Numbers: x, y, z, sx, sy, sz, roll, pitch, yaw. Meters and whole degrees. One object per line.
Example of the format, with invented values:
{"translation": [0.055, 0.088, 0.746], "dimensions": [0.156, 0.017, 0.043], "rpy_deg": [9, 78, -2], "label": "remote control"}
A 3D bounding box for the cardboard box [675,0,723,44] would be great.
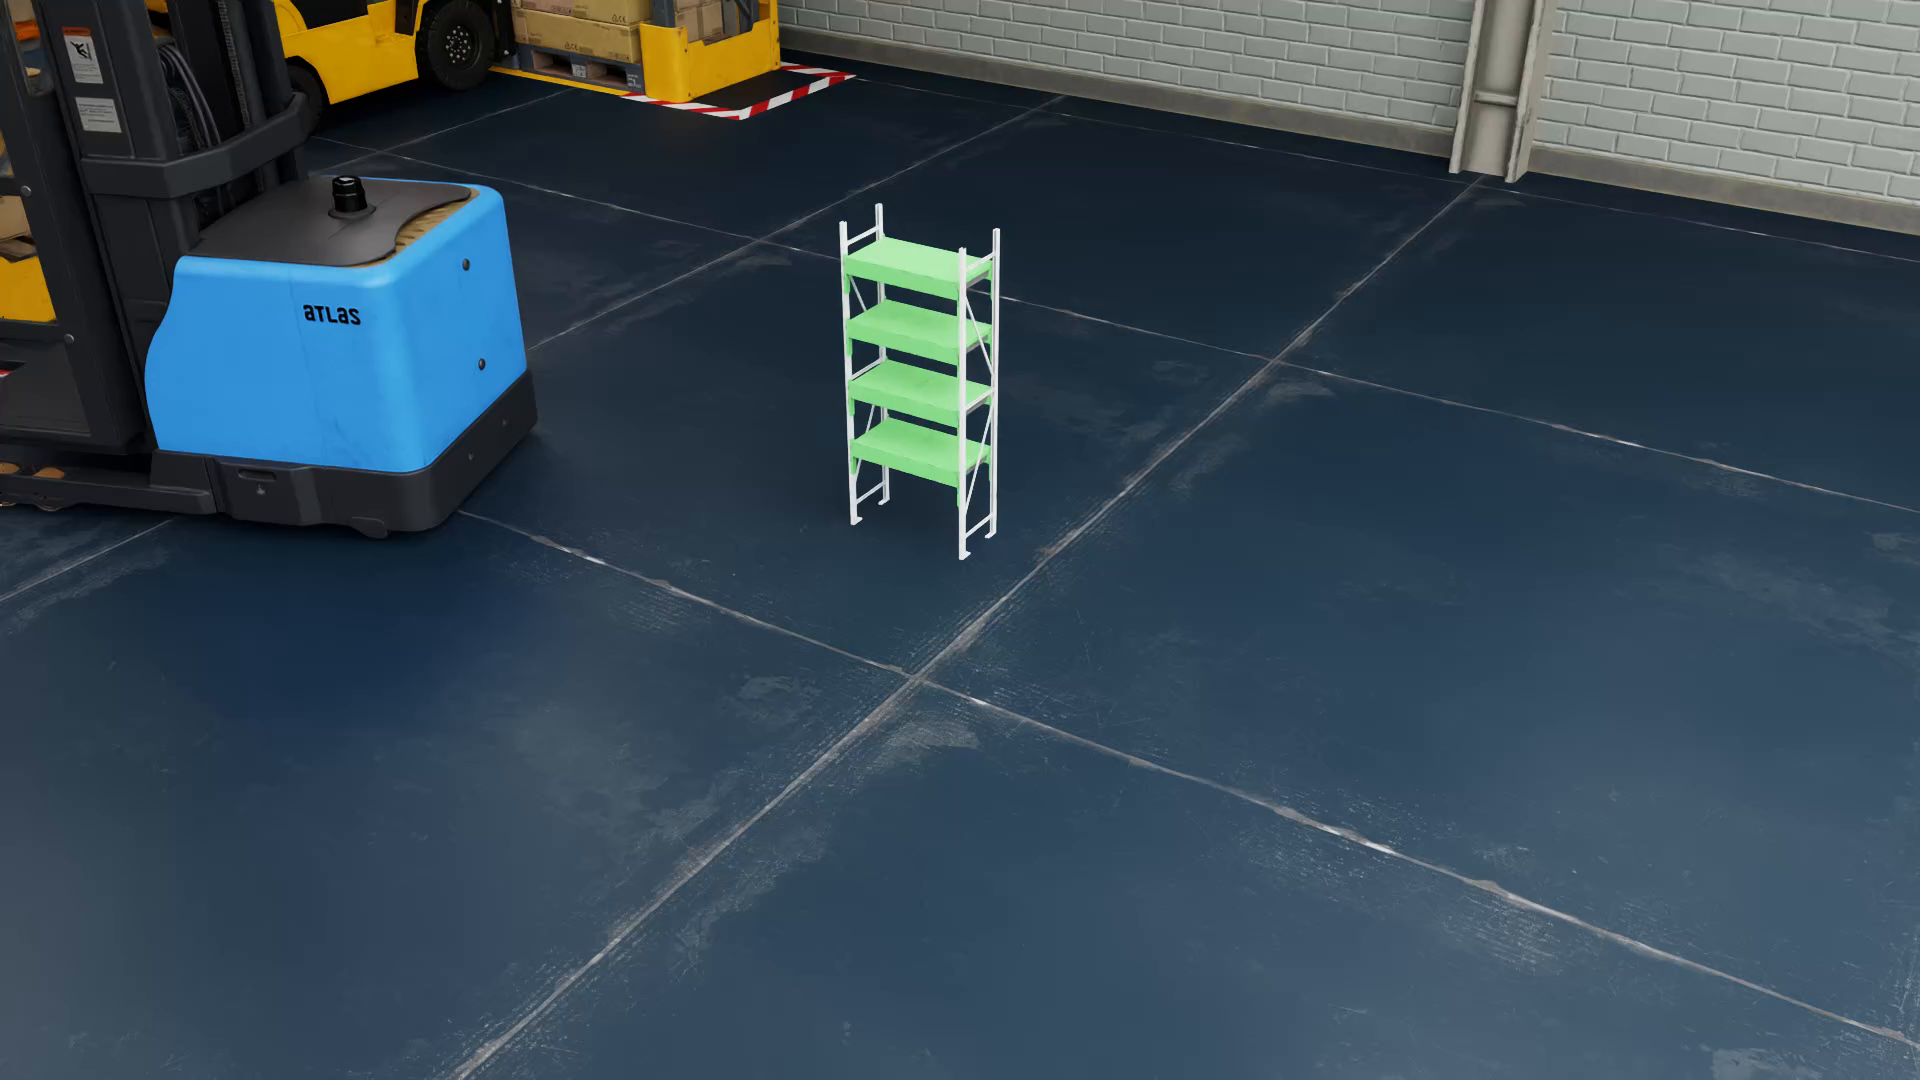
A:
{"translation": [-2.077, -3.782, 12.068], "dimensions": [0.500, 0.250, 0.500], "rpy_deg": [18, 35, 28], "label": "cardboard box"}

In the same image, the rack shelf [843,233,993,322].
{"translation": [-0.140, -0.922, 5.814], "dimensions": [0.480, 0.148, 0.258], "rpy_deg": [18, 35, 27], "label": "rack shelf"}

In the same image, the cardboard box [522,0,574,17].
{"translation": [-2.763, -3.919, 11.807], "dimensions": [0.500, 0.250, 0.500], "rpy_deg": [17, 34, 27], "label": "cardboard box"}

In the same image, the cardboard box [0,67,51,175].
{"translation": [-4.957, -2.112, 8.461], "dimensions": [0.500, 0.500, 0.500], "rpy_deg": [16, 34, 26], "label": "cardboard box"}

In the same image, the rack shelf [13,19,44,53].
{"translation": [-6.095, -2.679, 8.579], "dimensions": [4.000, 0.370, 1.077], "rpy_deg": [18, 35, 27], "label": "rack shelf"}

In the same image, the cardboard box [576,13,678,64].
{"translation": [-2.331, -3.558, 11.684], "dimensions": [0.500, 0.250, 0.500], "rpy_deg": [18, 35, 28], "label": "cardboard box"}

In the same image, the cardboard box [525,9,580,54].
{"translation": [-2.747, -3.695, 11.920], "dimensions": [0.500, 0.250, 0.500], "rpy_deg": [18, 35, 27], "label": "cardboard box"}

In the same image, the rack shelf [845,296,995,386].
{"translation": [-0.140, -0.715, 5.935], "dimensions": [0.480, 0.148, 0.258], "rpy_deg": [18, 35, 27], "label": "rack shelf"}

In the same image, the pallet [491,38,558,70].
{"translation": [-3.464, -3.883, 12.697], "dimensions": [1.213, 0.211, 1.003], "rpy_deg": [18, 35, 27], "label": "pallet"}

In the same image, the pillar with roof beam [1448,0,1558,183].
{"translation": [0.918, -4.291, 4.675], "dimensions": [0.400, 9.000, 9.100], "rpy_deg": [18, 35, 27], "label": "pillar with roof beam"}

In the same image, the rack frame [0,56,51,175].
{"translation": [-4.401, -2.454, 7.480], "dimensions": [0.127, 3.000, 1.000], "rpy_deg": [18, 35, 27], "label": "rack frame"}

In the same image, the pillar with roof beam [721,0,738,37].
{"translation": [-4.164, -5.899, 7.431], "dimensions": [0.400, 9.000, 9.100], "rpy_deg": [18, 35, 27], "label": "pillar with roof beam"}

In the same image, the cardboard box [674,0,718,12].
{"translation": [-2.053, -3.998, 11.942], "dimensions": [0.500, 0.250, 0.500], "rpy_deg": [18, 35, 28], "label": "cardboard box"}

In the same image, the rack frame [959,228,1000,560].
{"translation": [0.066, -0.497, 5.912], "dimensions": [0.015, 1.200, 0.240], "rpy_deg": [18, 35, 27], "label": "rack frame"}

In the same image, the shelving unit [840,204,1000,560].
{"translation": [-0.140, -0.563, 6.024], "dimensions": [0.503, 1.200, 0.258], "rpy_deg": [18, 35, 27], "label": "shelving unit"}

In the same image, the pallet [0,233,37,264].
{"translation": [-5.134, -1.503, 8.616], "dimensions": [1.213, 0.211, 1.003], "rpy_deg": [18, 35, 27], "label": "pallet"}

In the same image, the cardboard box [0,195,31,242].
{"translation": [-4.937, -1.782, 8.639], "dimensions": [0.500, 0.250, 0.500], "rpy_deg": [17, 34, 27], "label": "cardboard box"}

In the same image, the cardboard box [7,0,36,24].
{"translation": [-4.578, -2.525, 7.850], "dimensions": [0.250, 0.149, 0.380], "rpy_deg": [18, 35, 28], "label": "cardboard box"}

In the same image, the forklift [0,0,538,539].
{"translation": [-3.336, -1.631, 6.137], "dimensions": [3.031, 2.935, 1.130], "rpy_deg": [6, 31, 10], "label": "forklift"}

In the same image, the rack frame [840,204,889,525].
{"translation": [-0.347, -0.628, 6.136], "dimensions": [0.015, 1.200, 0.240], "rpy_deg": [18, 35, 27], "label": "rack frame"}

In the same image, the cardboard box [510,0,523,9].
{"translation": [-3.211, -4.048, 12.028], "dimensions": [0.500, 0.250, 0.500], "rpy_deg": [17, 34, 26], "label": "cardboard box"}

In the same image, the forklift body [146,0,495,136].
{"translation": [-4.341, -3.936, 10.863], "dimensions": [1.214, 2.155, 2.313], "rpy_deg": [18, 35, 27], "label": "forklift body"}

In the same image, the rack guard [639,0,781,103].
{"translation": [-1.745, -3.487, 11.731], "dimensions": [0.348, 0.500, 1.175], "rpy_deg": [18, 35, 27], "label": "rack guard"}

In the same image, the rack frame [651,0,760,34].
{"translation": [-1.765, -4.573, 11.113], "dimensions": [0.127, 3.000, 1.000], "rpy_deg": [18, 35, 27], "label": "rack frame"}

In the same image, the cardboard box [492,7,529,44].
{"translation": [-3.166, -3.833, 12.156], "dimensions": [0.500, 0.250, 0.500], "rpy_deg": [18, 35, 28], "label": "cardboard box"}

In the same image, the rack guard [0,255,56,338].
{"translation": [-4.465, -1.395, 8.144], "dimensions": [0.348, 0.500, 1.175], "rpy_deg": [18, 35, 27], "label": "rack guard"}

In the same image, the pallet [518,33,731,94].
{"translation": [-2.435, -3.556, 12.136], "dimensions": [1.213, 0.211, 1.003], "rpy_deg": [18, 35, 27], "label": "pallet"}

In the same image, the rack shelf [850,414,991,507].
{"translation": [-0.140, -0.300, 6.177], "dimensions": [0.480, 0.148, 0.258], "rpy_deg": [18, 35, 27], "label": "rack shelf"}

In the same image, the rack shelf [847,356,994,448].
{"translation": [-0.140, -0.507, 6.056], "dimensions": [0.480, 0.148, 0.258], "rpy_deg": [18, 35, 27], "label": "rack shelf"}

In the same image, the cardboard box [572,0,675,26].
{"translation": [-2.343, -3.780, 11.568], "dimensions": [0.500, 0.250, 0.500], "rpy_deg": [17, 34, 27], "label": "cardboard box"}
